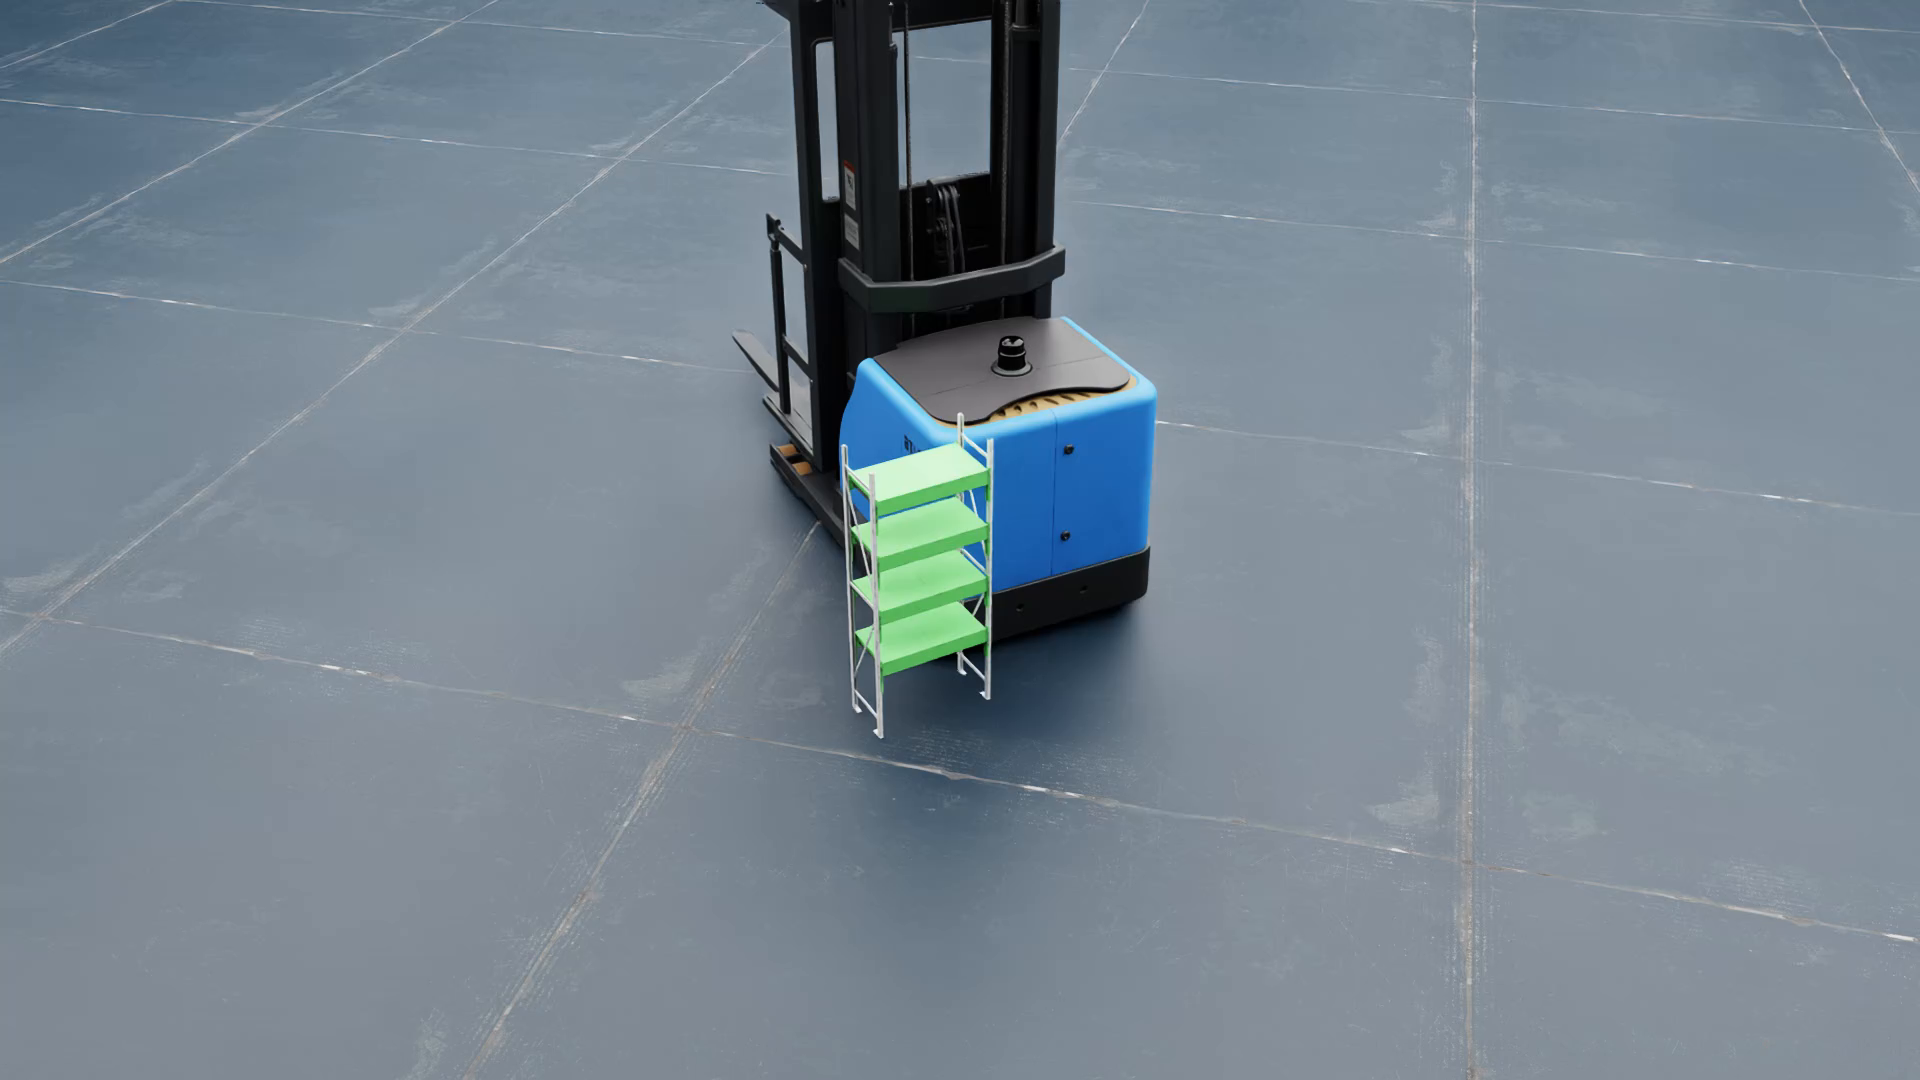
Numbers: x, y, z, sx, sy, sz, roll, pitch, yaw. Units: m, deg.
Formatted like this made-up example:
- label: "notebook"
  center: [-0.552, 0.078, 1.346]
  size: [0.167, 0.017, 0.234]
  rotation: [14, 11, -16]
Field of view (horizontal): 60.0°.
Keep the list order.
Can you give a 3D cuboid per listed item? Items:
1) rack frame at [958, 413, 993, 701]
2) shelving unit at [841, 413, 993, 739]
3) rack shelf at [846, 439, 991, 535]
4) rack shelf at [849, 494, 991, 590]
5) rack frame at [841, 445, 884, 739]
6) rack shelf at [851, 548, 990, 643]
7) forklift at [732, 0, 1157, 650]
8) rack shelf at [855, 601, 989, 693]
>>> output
- label: "rack frame"
  center: [0.057, 0.086, 6.496]
  size: [0.015, 1.200, 0.240]
  rotation: [-17, 36, -25]
- label: "shelving unit"
  center: [-0.155, 0.151, 6.394]
  size: [0.503, 1.200, 0.258]
  rotation: [-17, 36, -25]
- label: "rack shelf"
  center: [-0.155, -0.200, 6.171]
  size: [0.480, 0.148, 0.258]
  rotation: [-17, 36, -25]
- label: "rack shelf"
  center: [-0.155, 0.002, 6.299]
  size: [0.480, 0.148, 0.258]
  rotation: [-17, 36, -25]
- label: "rack frame"
  center: [-0.366, 0.216, 6.291]
  size: [0.015, 1.200, 0.240]
  rotation: [-17, 36, -25]
- label: "rack shelf"
  center: [-0.155, 0.205, 6.428]
  size: [0.480, 0.148, 0.258]
  rotation: [-17, 36, -25]
- label: "forklift"
  center: [-0.284, -1.546, 7.449]
  size: [1.130, 2.935, 3.031]
  rotation: [-15, 35, -22]
- label: "rack shelf"
  center: [-0.155, 0.408, 6.556]
  size: [0.480, 0.148, 0.258]
  rotation: [-17, 36, -25]
